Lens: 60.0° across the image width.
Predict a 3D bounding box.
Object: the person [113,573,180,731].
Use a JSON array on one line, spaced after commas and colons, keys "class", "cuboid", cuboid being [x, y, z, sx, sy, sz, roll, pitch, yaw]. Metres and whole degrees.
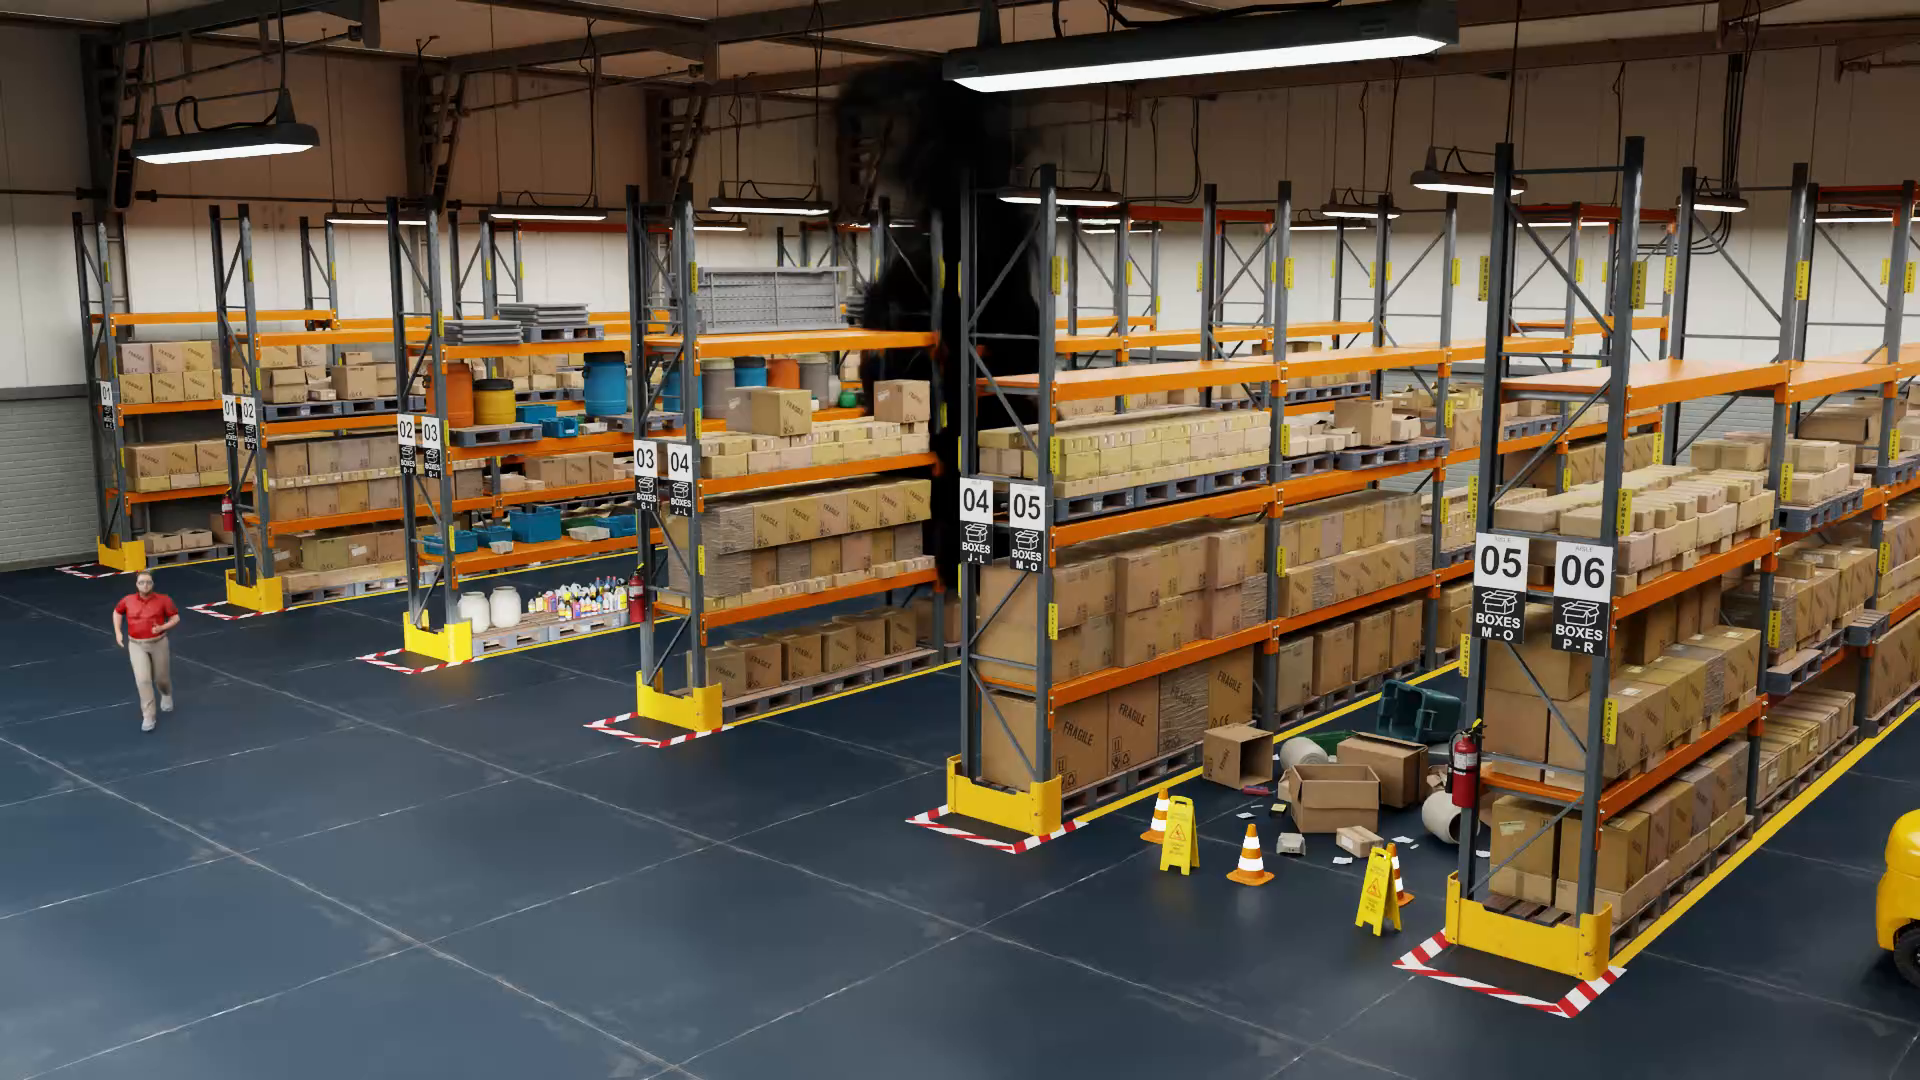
[{"class": "person", "cuboid": [-9.152, 1.212, 18.753, 0.686, 1.698, 0.999, -4, 10, -24]}]
